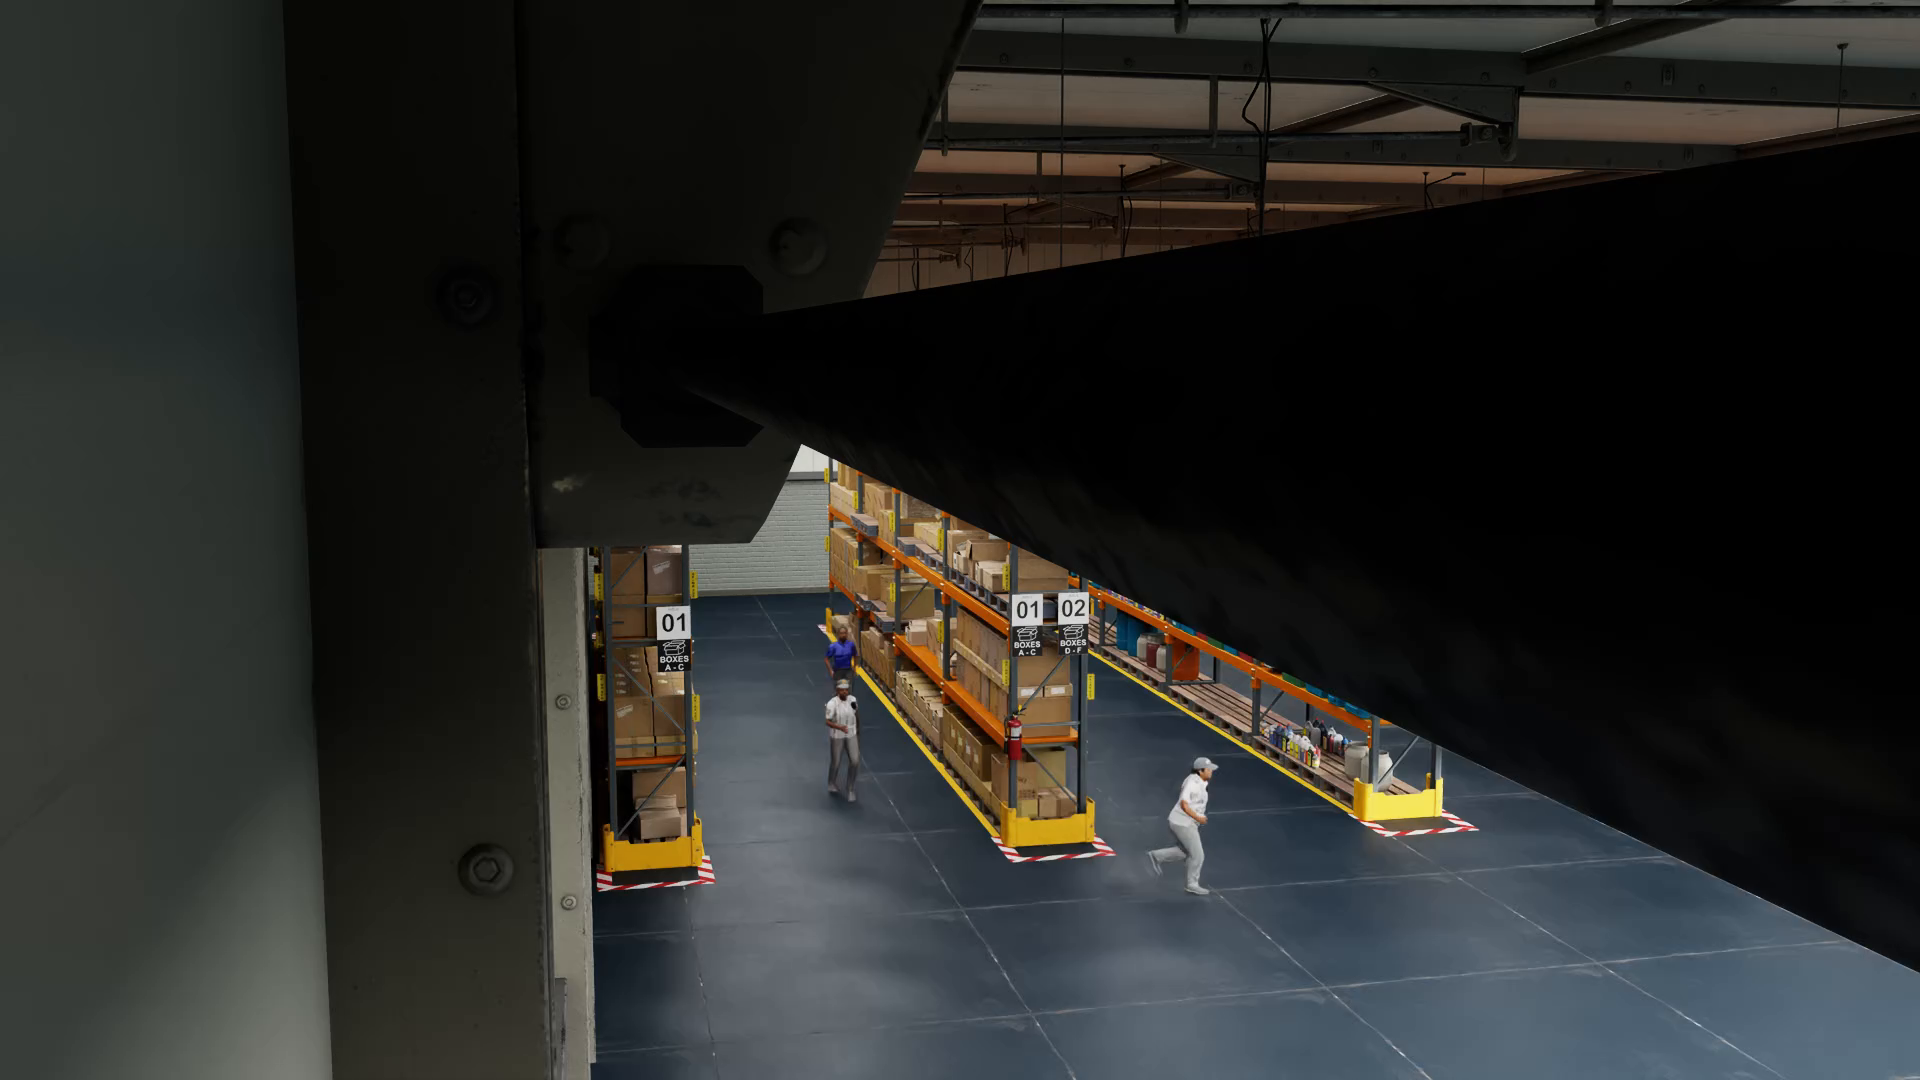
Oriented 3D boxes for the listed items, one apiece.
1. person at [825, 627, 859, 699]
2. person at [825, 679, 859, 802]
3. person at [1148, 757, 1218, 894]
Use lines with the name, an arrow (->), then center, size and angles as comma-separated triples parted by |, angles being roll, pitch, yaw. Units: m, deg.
person -> -1.966, 2.246, 27.810 | 0.585, 1.621, 0.604 | -2, 7, -18
person -> -1.628, 2.768, 23.145 | 0.524, 1.741, 0.767 | -2, 7, -18
person -> 2.558, 3.282, 19.159 | 0.806, 1.617, 0.592 | 2, 7, 19
